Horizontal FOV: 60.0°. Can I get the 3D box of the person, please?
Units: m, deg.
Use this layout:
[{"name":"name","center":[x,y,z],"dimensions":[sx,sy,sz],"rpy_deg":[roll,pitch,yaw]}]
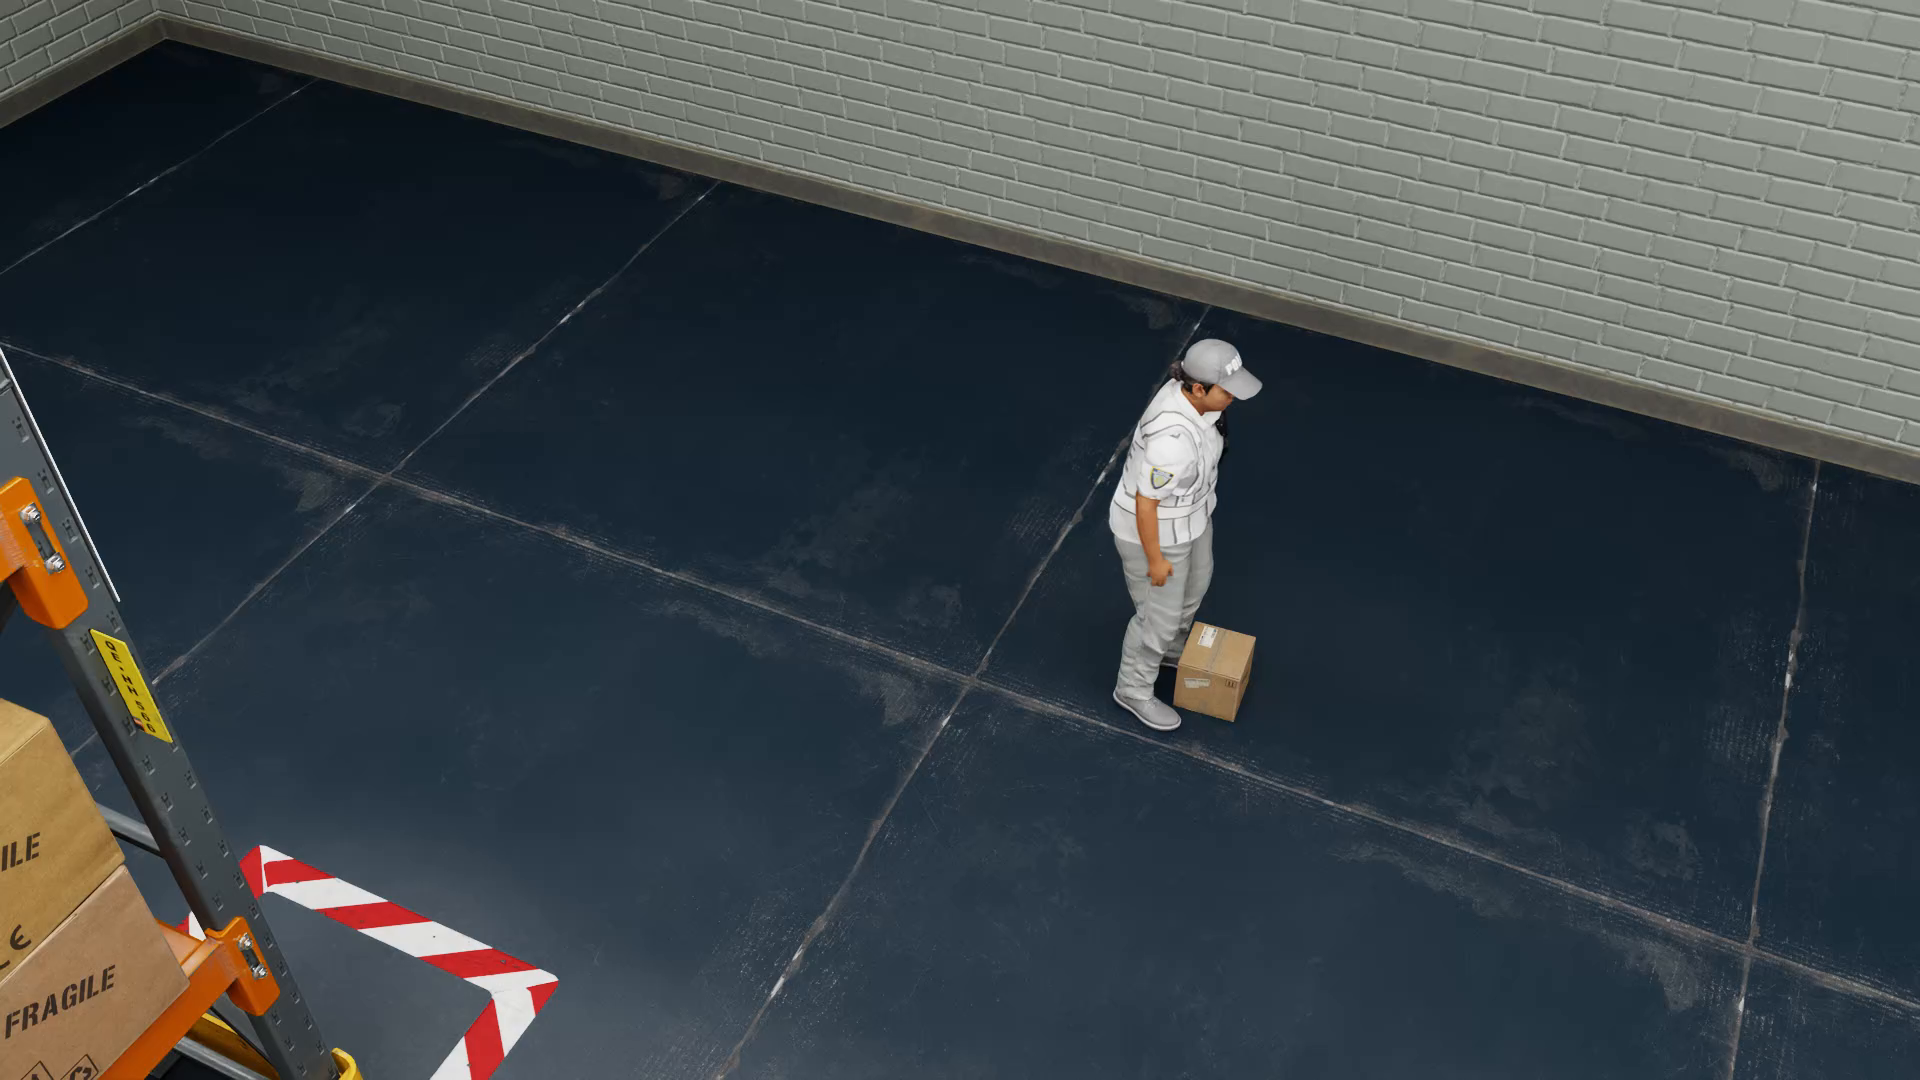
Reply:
[{"name":"person","center":[0.806,-0.051,6.211],"dimensions":[0.468,1.666,0.534],"rpy_deg":[18,45,19]}]
